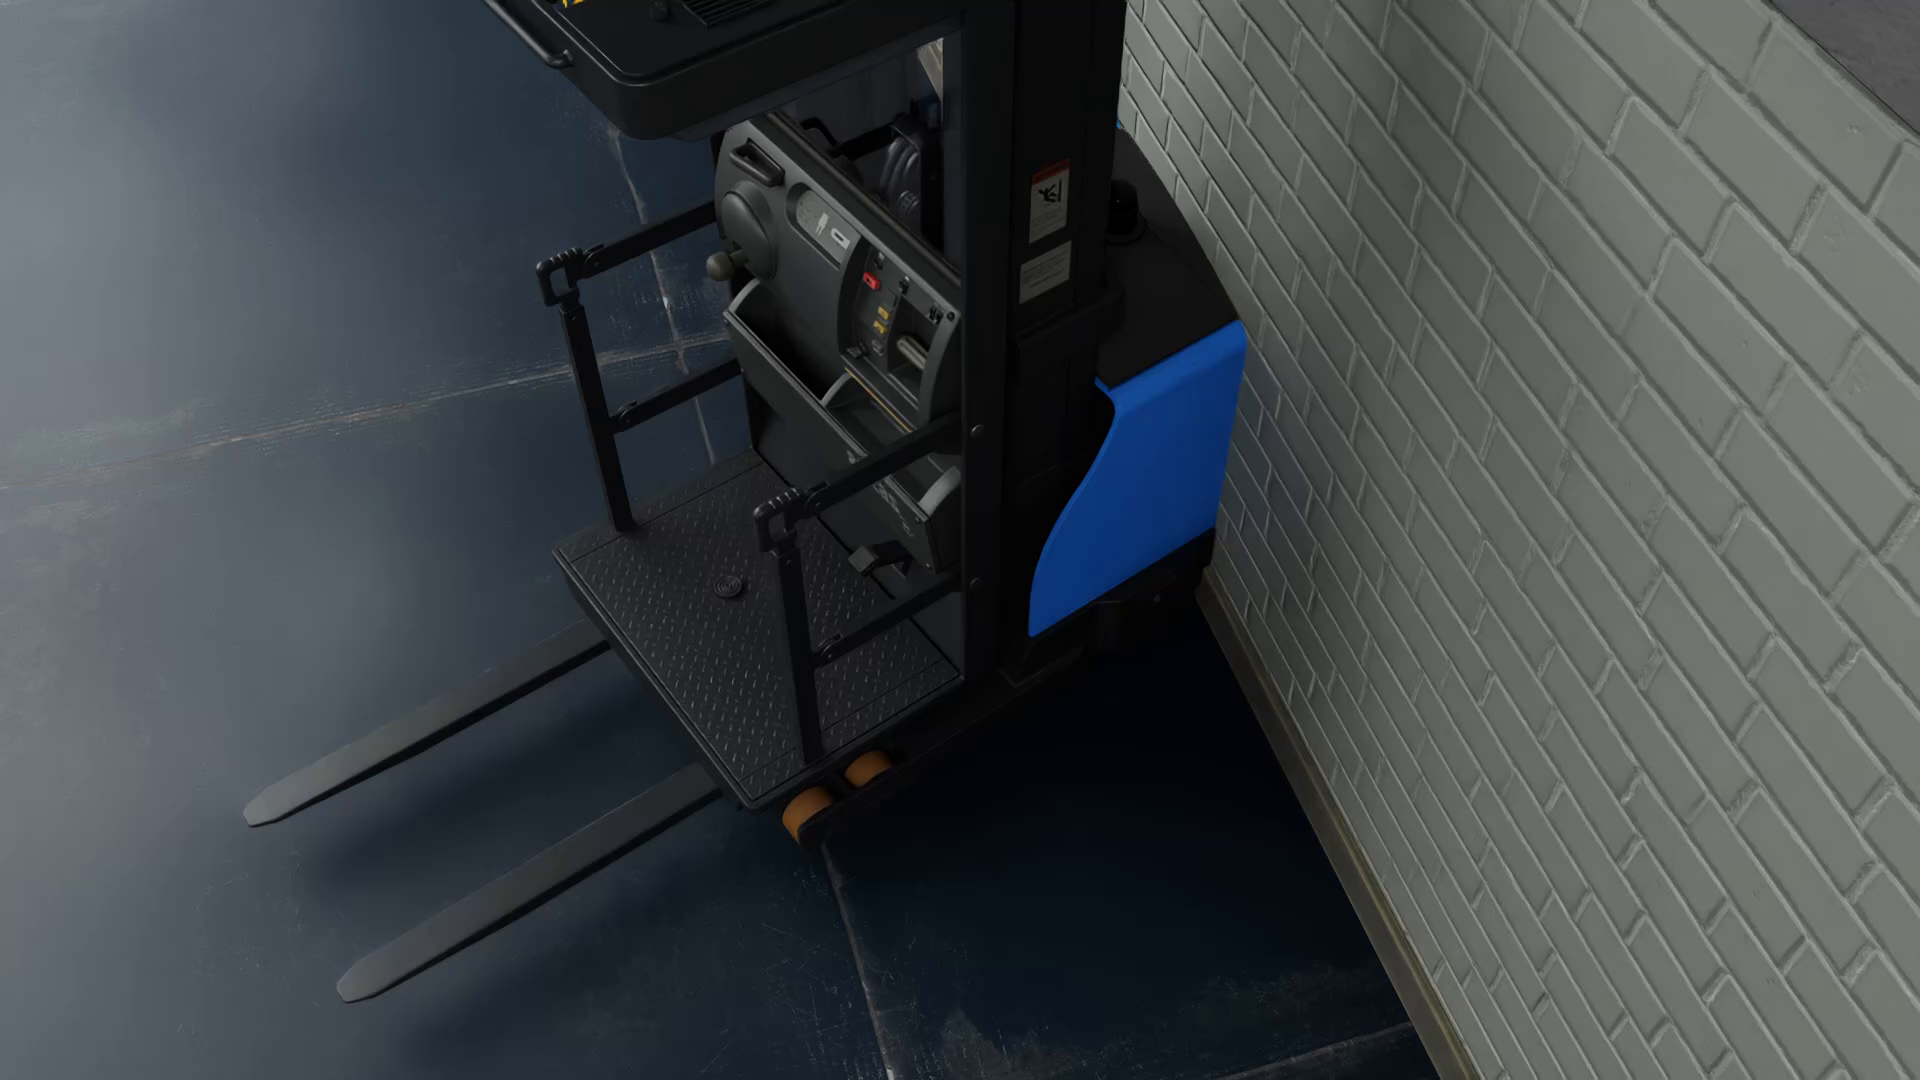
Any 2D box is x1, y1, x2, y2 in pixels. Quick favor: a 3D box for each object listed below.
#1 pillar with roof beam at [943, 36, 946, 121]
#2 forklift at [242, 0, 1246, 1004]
[{"bbox_3d":[-3.964,-2.867,1.781,9.100,9.000,0.400,-13,51,-11],"label":"pillar with roof beam"},{"bbox_3d":[-0.471,-0.577,3.820,3.031,2.935,1.130,-30,56,-23],"label":"forklift"}]
